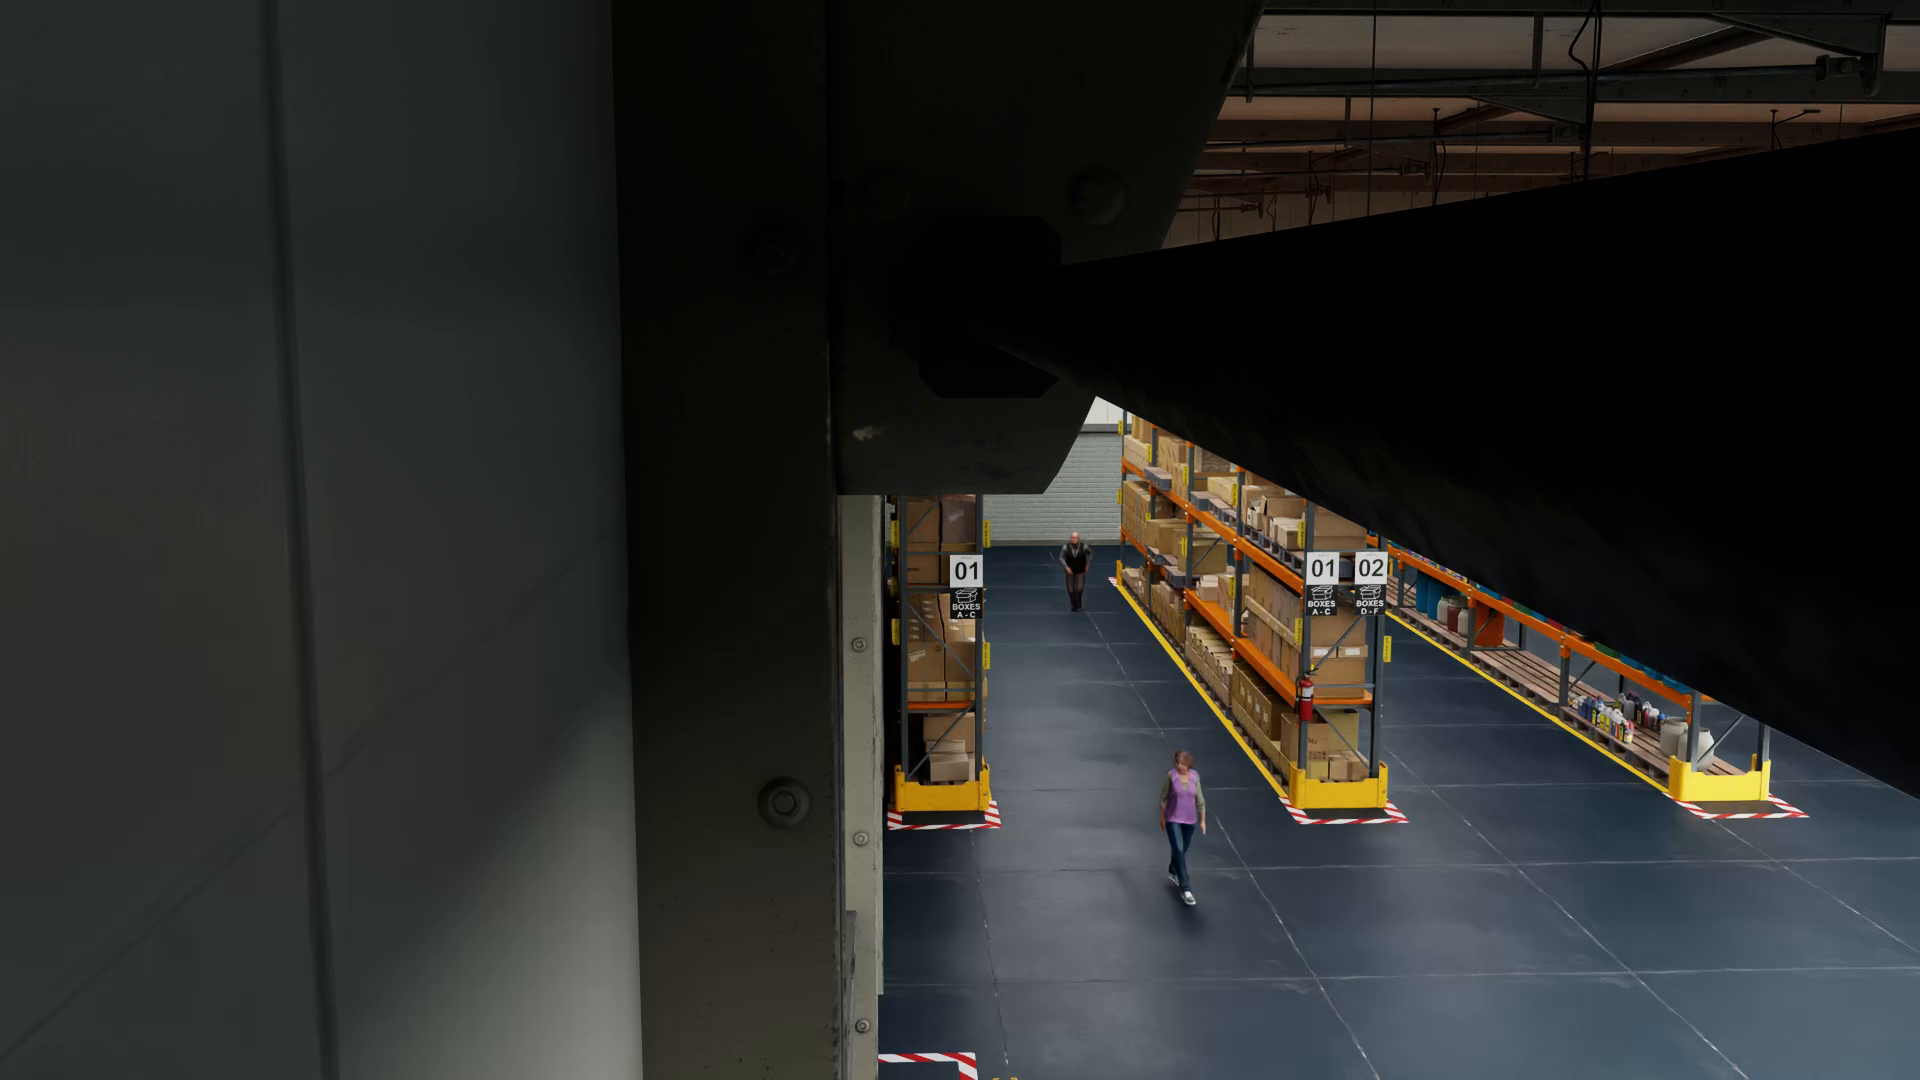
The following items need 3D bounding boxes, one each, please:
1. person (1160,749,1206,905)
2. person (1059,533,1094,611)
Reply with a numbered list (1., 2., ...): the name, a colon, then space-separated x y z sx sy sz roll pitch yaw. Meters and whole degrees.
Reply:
1. person: 2.363 2.977 17.501 0.434 1.562 0.892 -2 9 -13
2. person: 2.322 0.635 33.215 0.688 1.631 0.719 1 8 7
